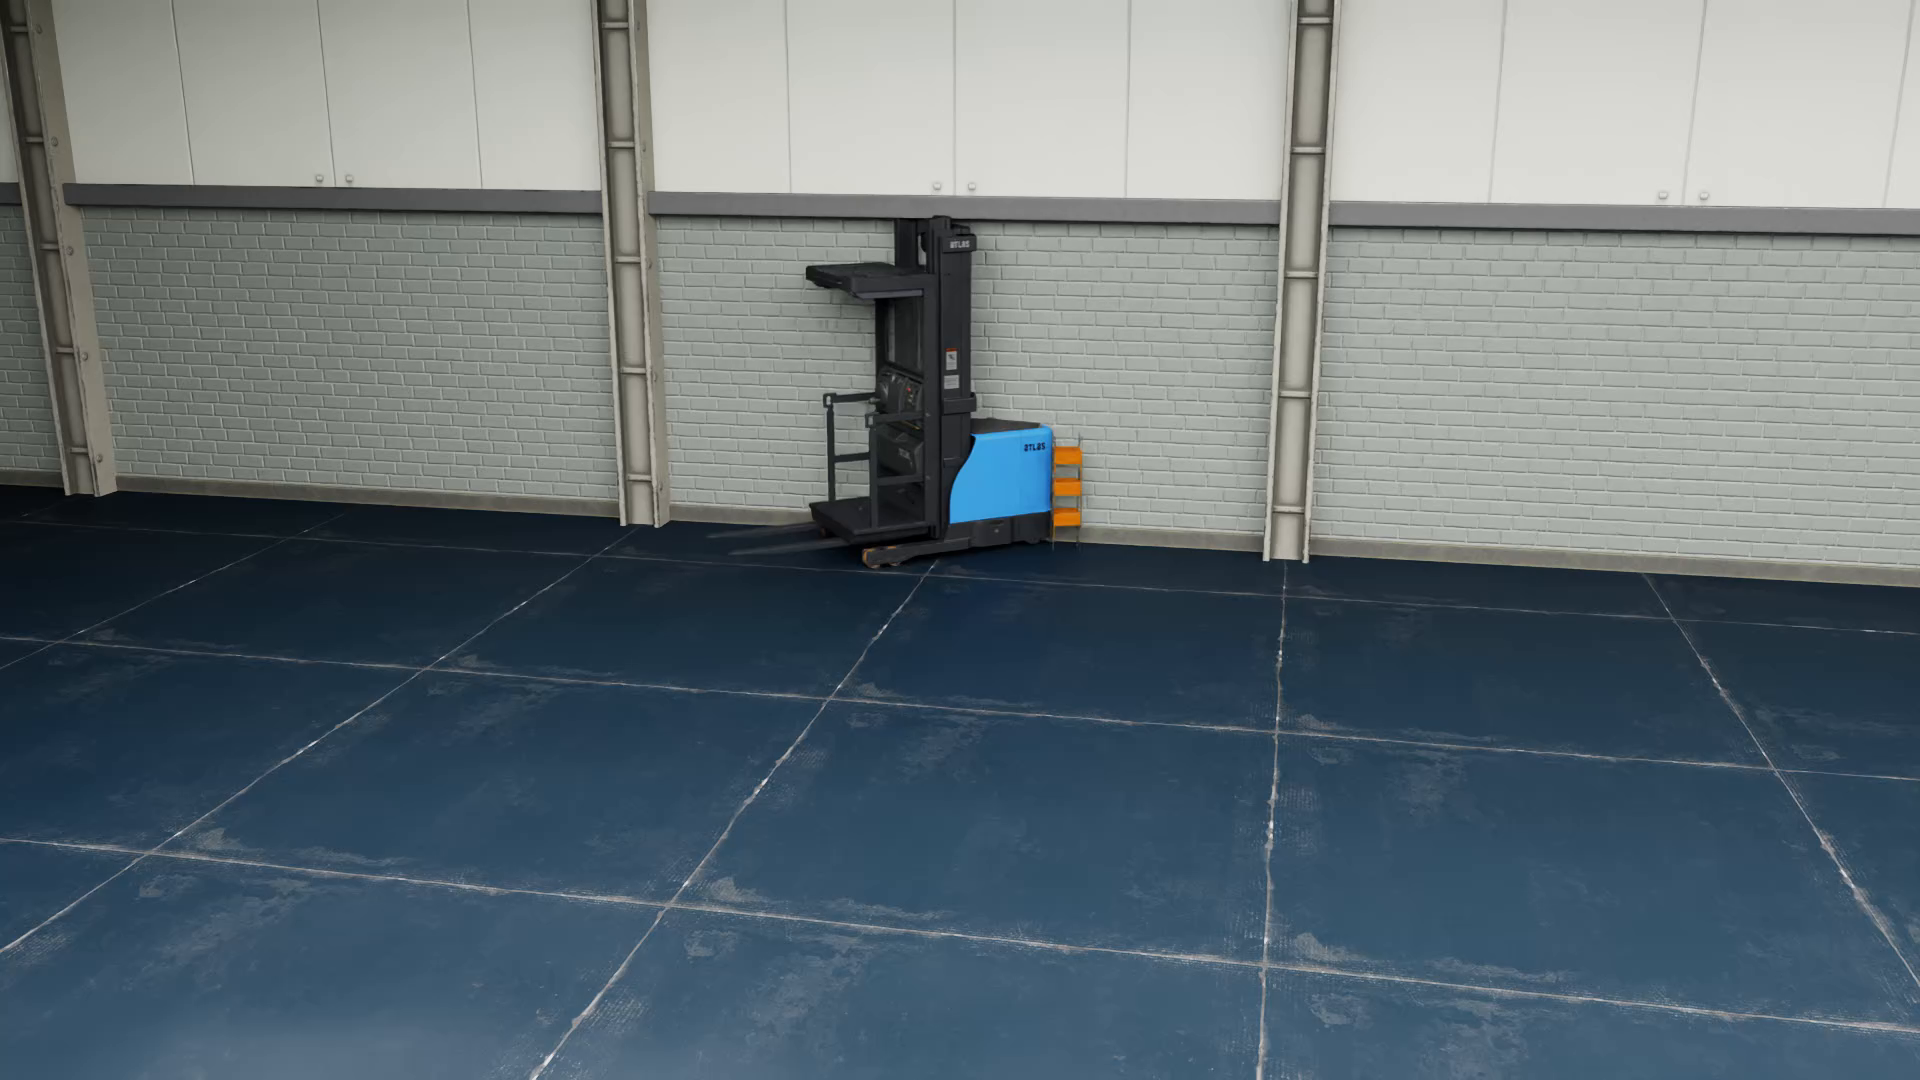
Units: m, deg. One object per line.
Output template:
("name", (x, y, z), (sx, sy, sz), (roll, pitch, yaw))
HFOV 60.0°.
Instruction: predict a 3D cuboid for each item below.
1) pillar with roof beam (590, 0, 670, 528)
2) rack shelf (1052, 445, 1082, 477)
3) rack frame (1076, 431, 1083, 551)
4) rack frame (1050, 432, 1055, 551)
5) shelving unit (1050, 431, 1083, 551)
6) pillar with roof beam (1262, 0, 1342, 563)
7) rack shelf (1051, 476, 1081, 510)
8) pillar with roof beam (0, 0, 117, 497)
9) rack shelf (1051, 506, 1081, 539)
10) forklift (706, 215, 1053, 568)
("pillar with roof beam", (-3.856, -3.379, 10.591), (0.400, 9.000, 9.100), (3, 16, 11))
("rack shelf", (0.947, -0.697, 14.776), (0.240, 0.259, 0.215), (-1, 16, -5))
("rack frame", (1.069, -0.437, 14.860), (0.008, 1.050, 0.200), (-1, 16, -5))
("rack frame", (0.826, -0.431, 14.839), (0.008, 1.050, 0.200), (-1, 16, -5))
("shelving unit", (0.947, -0.434, 14.849), (0.252, 1.050, 0.215), (-1, 16, -5))
("pillar with roof beam", (2.024, -3.060, 9.439), (0.400, 9.000, 9.100), (3, 16, 11))
("rack shelf", (0.947, -0.424, 14.852), (0.240, 0.259, 0.215), (-1, 16, -5))
("pillar with roof beam", (-9.735, -3.698, 11.744), (0.400, 9.000, 9.100), (3, 16, 11))
("rack shelf", (0.947, -0.156, 14.926), (0.240, 0.259, 0.215), (-1, 16, -5))
("forklift", (-0.715, -1.329, 14.557), (3.031, 2.935, 1.130), (-7, 17, -24))
